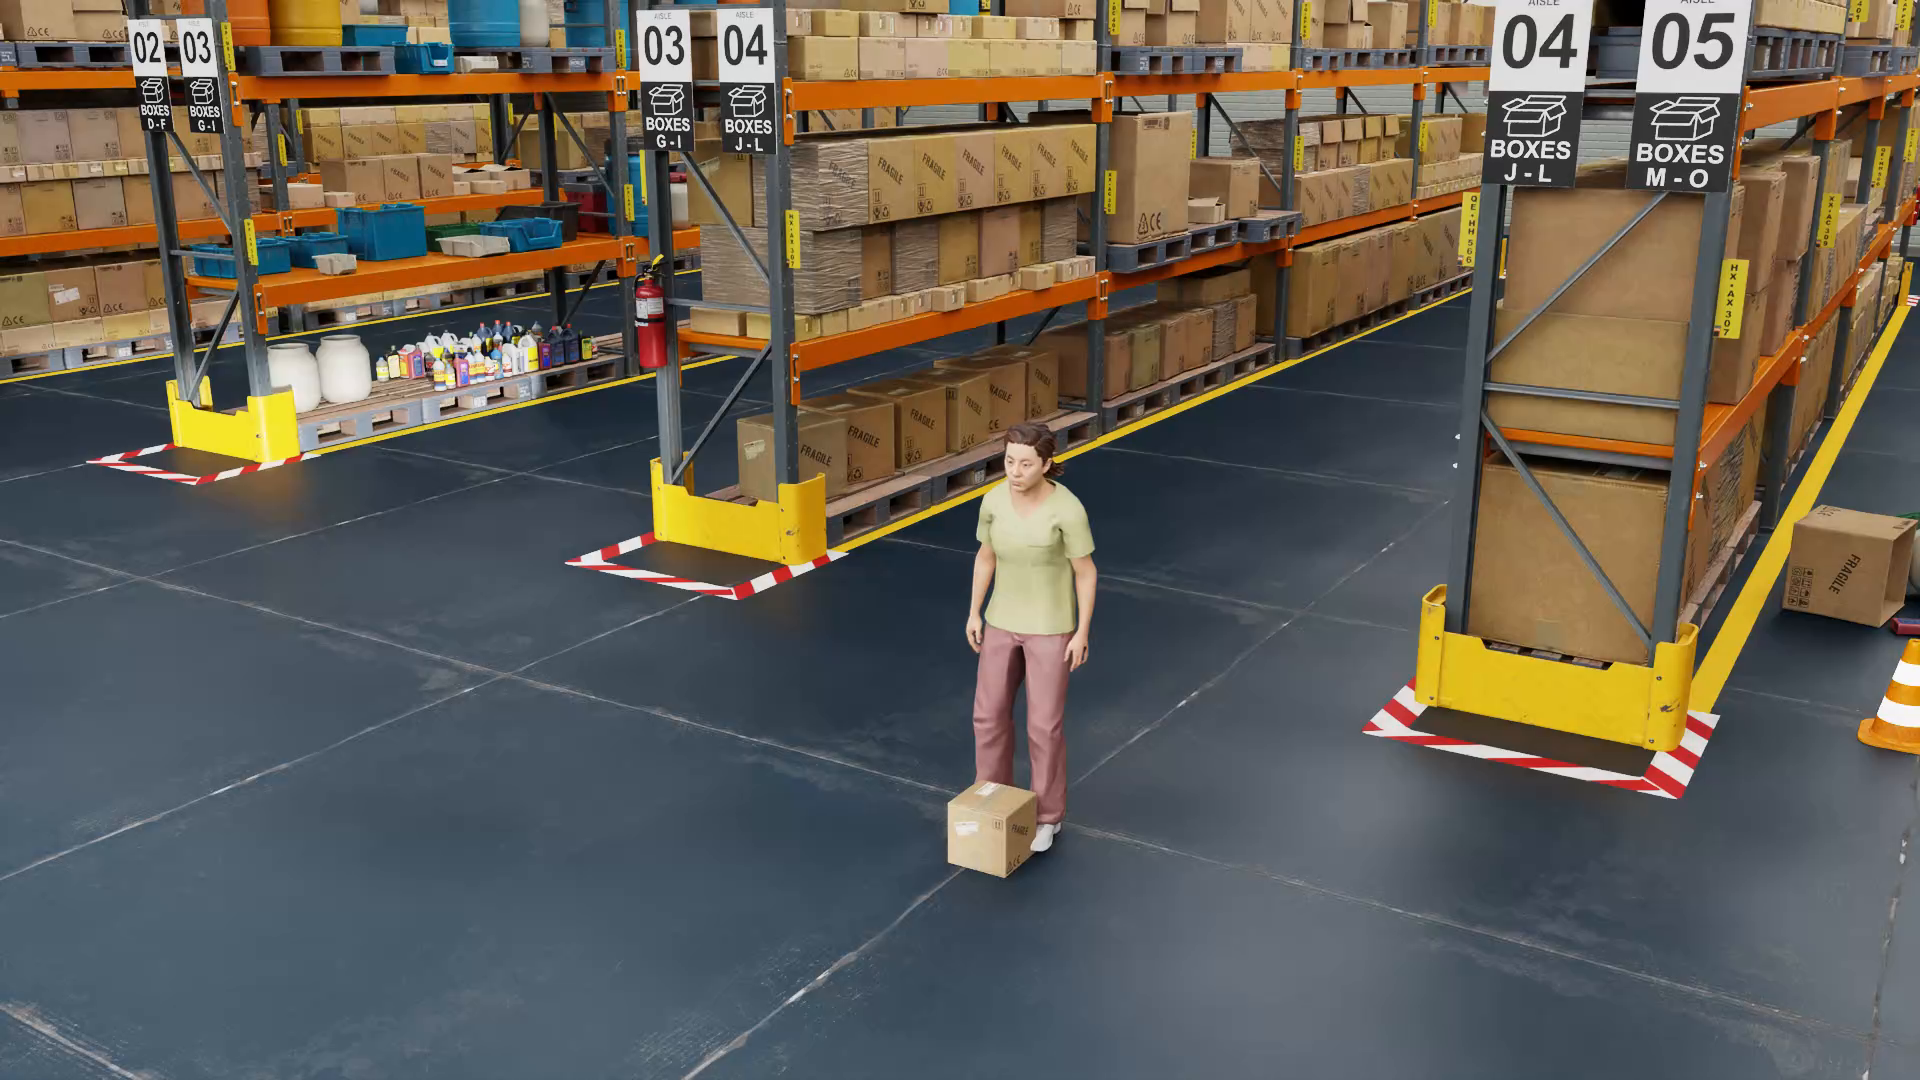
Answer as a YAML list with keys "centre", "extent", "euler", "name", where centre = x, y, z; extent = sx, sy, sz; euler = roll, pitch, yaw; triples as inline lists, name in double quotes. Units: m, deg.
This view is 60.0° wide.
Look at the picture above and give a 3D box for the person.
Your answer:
- centre: [0.252, 0.352, 6.328]
  extent: [0.520, 1.673, 0.354]
  euler: [9, 18, 27]
  name: "person"
